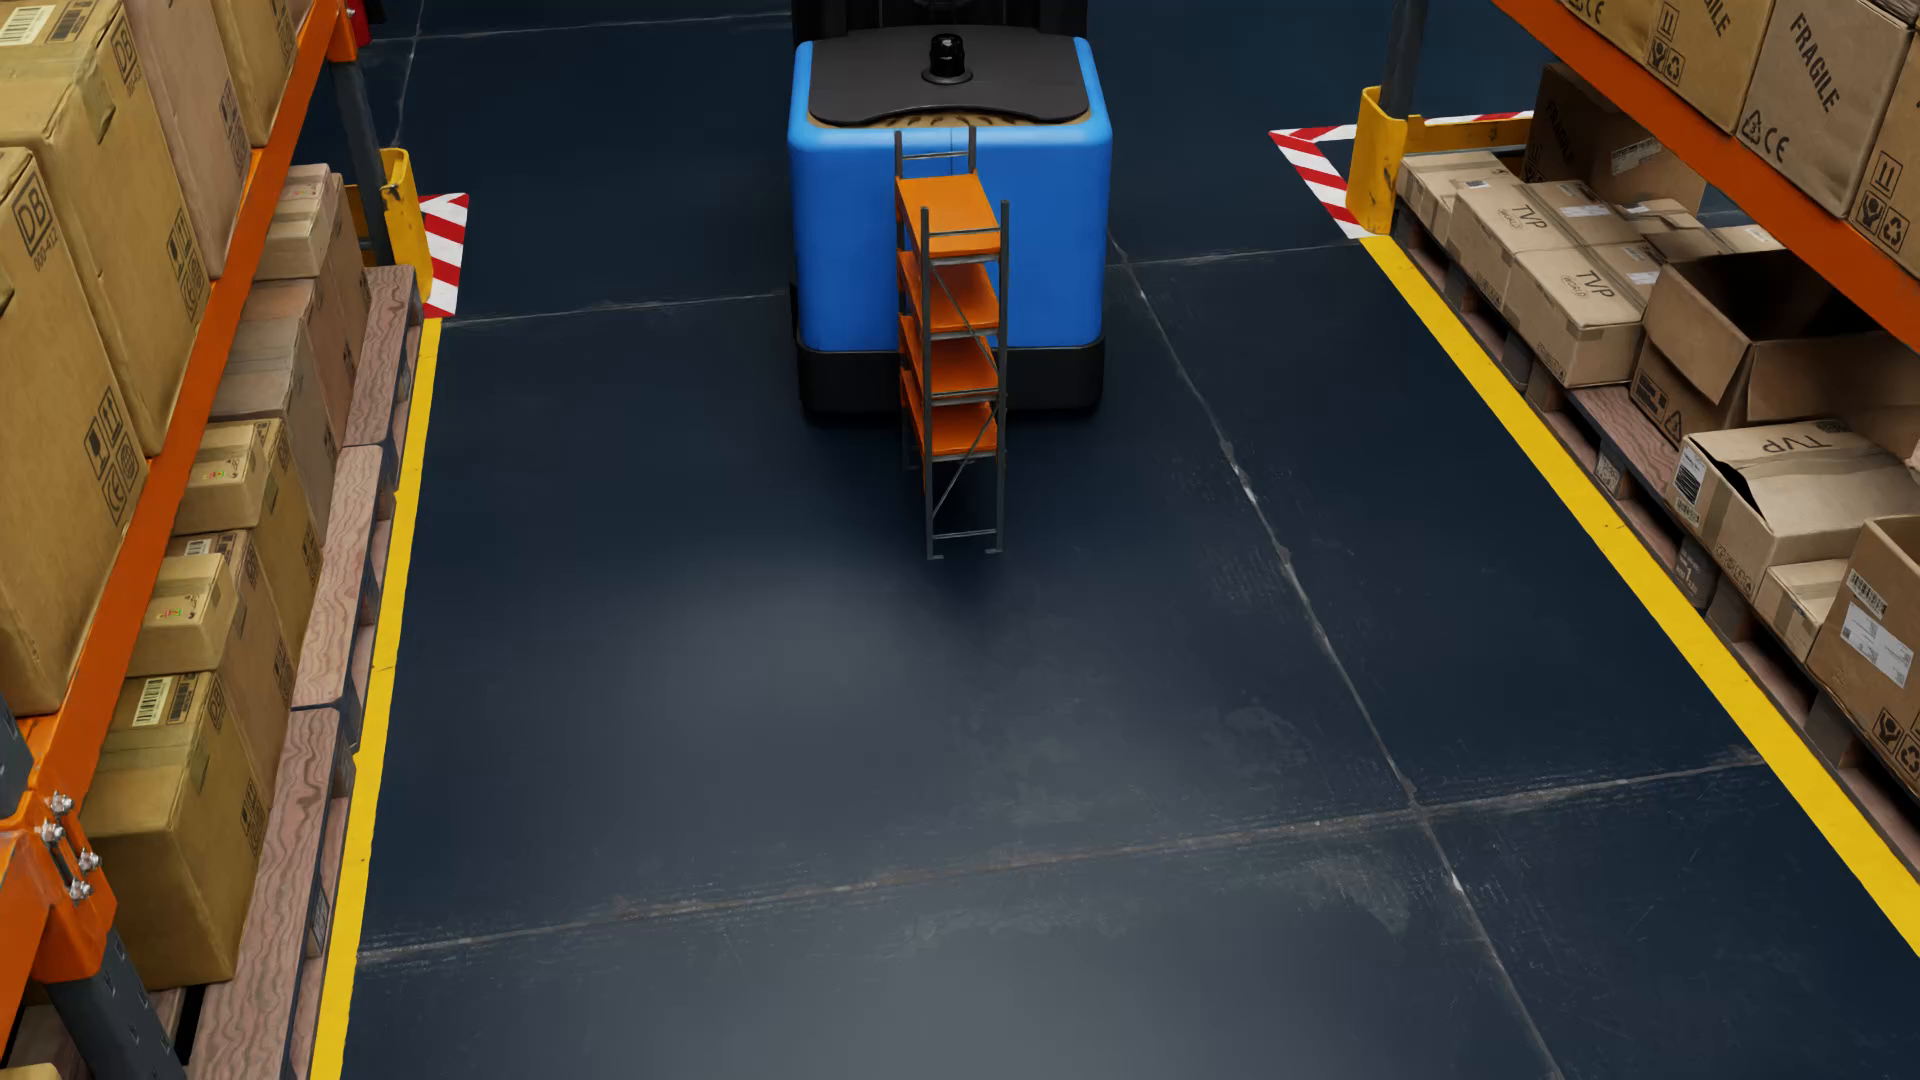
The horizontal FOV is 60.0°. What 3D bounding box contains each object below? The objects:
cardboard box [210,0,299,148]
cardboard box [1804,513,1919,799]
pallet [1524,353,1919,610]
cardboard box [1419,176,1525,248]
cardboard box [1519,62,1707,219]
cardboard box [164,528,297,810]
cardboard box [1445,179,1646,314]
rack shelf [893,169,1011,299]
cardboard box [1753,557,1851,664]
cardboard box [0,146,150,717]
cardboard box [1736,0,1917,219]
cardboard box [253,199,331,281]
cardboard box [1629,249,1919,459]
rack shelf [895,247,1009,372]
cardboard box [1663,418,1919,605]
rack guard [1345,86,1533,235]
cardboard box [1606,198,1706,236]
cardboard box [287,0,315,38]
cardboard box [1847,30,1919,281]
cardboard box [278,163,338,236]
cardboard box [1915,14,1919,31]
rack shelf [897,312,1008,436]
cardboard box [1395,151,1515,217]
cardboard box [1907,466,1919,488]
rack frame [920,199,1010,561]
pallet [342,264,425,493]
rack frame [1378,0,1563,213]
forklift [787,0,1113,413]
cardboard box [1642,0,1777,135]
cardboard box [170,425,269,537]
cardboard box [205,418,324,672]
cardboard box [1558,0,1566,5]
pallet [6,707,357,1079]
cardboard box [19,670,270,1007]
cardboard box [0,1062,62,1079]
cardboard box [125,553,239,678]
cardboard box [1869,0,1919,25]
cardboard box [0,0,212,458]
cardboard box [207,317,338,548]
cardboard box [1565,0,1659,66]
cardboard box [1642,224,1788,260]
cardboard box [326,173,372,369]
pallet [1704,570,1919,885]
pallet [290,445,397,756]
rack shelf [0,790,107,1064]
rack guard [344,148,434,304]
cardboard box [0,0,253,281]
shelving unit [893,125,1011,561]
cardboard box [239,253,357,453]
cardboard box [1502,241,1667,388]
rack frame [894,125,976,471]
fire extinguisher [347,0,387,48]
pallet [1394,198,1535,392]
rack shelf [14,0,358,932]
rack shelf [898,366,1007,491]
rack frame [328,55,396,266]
[{"bbox_3d":[-2.415,-1.490,4.478,0.980,0.700,0.700,-7,38,-8],"label":"cardboard box"},{"bbox_3d":[2.546,0.264,4.144,0.500,0.500,0.500,-6,38,-8],"label":"cardboard box"},{"bbox_3d":[2.588,-0.288,5.448,1.003,0.211,1.213,-6,38,-8],"label":"pallet"},{"bbox_3d":[2.003,-1.266,6.385,0.380,0.166,0.250,-6,38,-8],"label":"cardboard box"},{"bbox_3d":[2.561,-1.536,6.461,0.500,0.500,0.500,-6,38,-8],"label":"cardboard box"},{"bbox_3d":[-2.066,0.354,4.044,0.700,0.500,0.500,-7,38,-8],"label":"cardboard box"},{"bbox_3d":[2.127,-1.078,6.076,0.500,0.250,0.500,-6,38,-8],"label":"cardboard box"},{"bbox_3d":[-0.029,-0.884,4.770,0.258,0.148,0.480,-6,38,-8],"label":"rack shelf"},{"bbox_3d":[2.421,0.183,4.535,0.380,0.149,0.250,-6,38,-8],"label":"cardboard box"},{"bbox_3d":[-2.030,-0.148,2.751,0.980,0.700,0.700,-6,38,-7],"label":"cardboard box"},{"bbox_3d":[2.401,-1.171,4.230,0.500,0.500,0.500,-5,38,-7],"label":"cardboard box"},{"bbox_3d":[-2.184,-0.927,5.165,0.380,0.149,0.250,-5,38,-7],"label":"cardboard box"},{"bbox_3d":[2.590,-0.558,5.199,0.797,0.503,0.637,-6,38,-8],"label":"cardboard box"},{"bbox_3d":[-0.029,-0.697,4.915,0.258,0.148,0.480,-6,38,-8],"label":"rack shelf"},{"bbox_3d":[2.414,-0.114,4.785,0.500,0.311,0.500,-6,38,-8],"label":"cardboard box"},{"bbox_3d":[2.237,-1.618,6.926,1.175,0.500,0.348,-6,38,-8],"label":"rack guard"},{"bbox_3d":[2.544,-1.150,6.236,0.380,0.166,0.250,-6,38,-8],"label":"cardboard box"},{"bbox_3d":[-2.553,-1.928,5.042,0.980,0.700,0.700,-5,38,-6],"label":"cardboard box"},{"bbox_3d":[2.493,-0.861,3.831,0.500,0.500,0.500,-5,38,-7],"label":"cardboard box"},{"bbox_3d":[-2.230,-1.081,5.363,0.380,0.149,0.250,-7,38,-8],"label":"cardboard box"},{"bbox_3d":[2.489,-1.257,3.526,0.500,0.500,0.500,-7,38,-9],"label":"cardboard box"},{"bbox_3d":[-0.029,-0.521,5.052,0.258,0.148,0.480,-6,38,-8],"label":"rack shelf"},{"bbox_3d":[1.959,-1.410,6.585,0.380,0.149,0.250,-6,38,-8],"label":"cardboard box"},{"bbox_3d":[2.903,-0.089,4.870,0.380,0.166,0.250,-6,38,-8],"label":"cardboard box"},{"bbox_3d":[0.014,-0.426,4.821,0.240,1.200,0.015,-6,38,-8],"label":"rack frame"},{"bbox_3d":[-2.435,-0.541,5.774,1.003,0.211,1.213,-6,38,-8],"label":"pallet"},{"bbox_3d":[2.224,-2.652,6.218,1.000,3.000,0.127,-6,38,-8],"label":"rack frame"},{"bbox_3d":[-0.085,-2.473,6.044,1.130,2.935,3.031,-1,38,-2],"label":"forklift"},{"bbox_3d":[2.309,-1.478,4.626,0.500,0.500,0.500,-6,38,-7],"label":"cardboard box"},{"bbox_3d":[-1.954,-0.140,4.151,0.380,0.149,0.250,-7,38,-9],"label":"cardboard box"},{"bbox_3d":[-2.154,0.044,4.443,0.700,0.500,0.500,-5,38,-7],"label":"cardboard box"},{"bbox_3d":[2.137,-2.084,5.405,0.500,0.500,0.500,-7,38,-8],"label":"cardboard box"},{"bbox_3d":[-2.008,0.933,3.877,1.003,0.211,1.213,-6,38,-8],"label":"pallet"},{"bbox_3d":[-1.982,0.658,3.653,0.700,0.500,0.500,-6,38,-7],"label":"cardboard box"},{"bbox_3d":[-1.709,1.361,2.463,0.750,0.750,0.750,-6,38,-7],"label":"cardboard box"},{"bbox_3d":[-1.862,0.175,3.746,0.380,0.149,0.250,-5,38,-6],"label":"cardboard box"},{"bbox_3d":[2.401,-1.561,3.918,0.500,0.500,0.500,-6,38,-8],"label":"cardboard box"},{"bbox_3d":[-2.153,-0.590,3.320,0.980,0.700,0.700,-7,38,-9],"label":"cardboard box"},{"bbox_3d":[-2.255,-0.277,4.857,0.700,0.500,0.500,-7,38,-9],"label":"cardboard box"},{"bbox_3d":[2.223,-1.780,5.015,0.500,0.500,0.500,-6,38,-8],"label":"cardboard box"},{"bbox_3d":[2.698,-0.860,5.795,0.500,0.250,0.500,-6,38,-8],"label":"cardboard box"},{"bbox_3d":[-2.431,-0.883,5.637,0.700,0.500,0.500,-6,38,-8],"label":"cardboard box"},{"bbox_3d":[2.805,0.451,4.498,1.003,0.211,1.213,-6,38,-8],"label":"pallet"},{"bbox_3d":[-2.225,0.195,4.827,1.003,0.211,1.213,-6,38,-8],"label":"pallet"},{"bbox_3d":[-1.601,1.792,1.085,1.077,0.370,4.000,-6,38,-8],"label":"rack shelf"},{"bbox_3d":[-2.657,-1.144,6.315,1.175,0.500,0.348,-6,38,-8],"label":"rack guard"},{"bbox_3d":[-2.290,-1.028,3.884,0.980,0.700,0.700,-8,39,-10],"label":"cardboard box"},{"bbox_3d":[-0.029,-0.574,5.011,0.258,1.200,0.503,-6,38,-8],"label":"shelving unit"},{"bbox_3d":[-2.344,-0.581,5.248,0.700,0.500,0.500,-6,38,-8],"label":"cardboard box"},{"bbox_3d":[2.215,-0.776,5.687,0.500,0.250,0.500,-6,38,-8],"label":"cardboard box"},{"bbox_3d":[-0.072,-0.721,5.200,0.240,1.200,0.015,-6,38,-8],"label":"rack frame"},{"bbox_3d":[-2.225,-2.079,5.849,0.296,0.674,0.183,-6,38,-8],"label":"fire extinguisher"},{"bbox_3d":[2.378,-1.023,6.395,1.003,0.211,1.213,-6,38,-8],"label":"pallet"},{"bbox_3d":[-2.302,-0.624,4.195,1.077,0.370,4.000,-6,38,-8],"label":"rack shelf"},{"bbox_3d":[-0.029,-0.364,5.174,0.258,0.148,0.480,-6,38,-8],"label":"rack shelf"},{"bbox_3d":[-2.653,-2.116,5.529,1.000,3.000,0.127,-6,38,-8],"label":"rack frame"}]
